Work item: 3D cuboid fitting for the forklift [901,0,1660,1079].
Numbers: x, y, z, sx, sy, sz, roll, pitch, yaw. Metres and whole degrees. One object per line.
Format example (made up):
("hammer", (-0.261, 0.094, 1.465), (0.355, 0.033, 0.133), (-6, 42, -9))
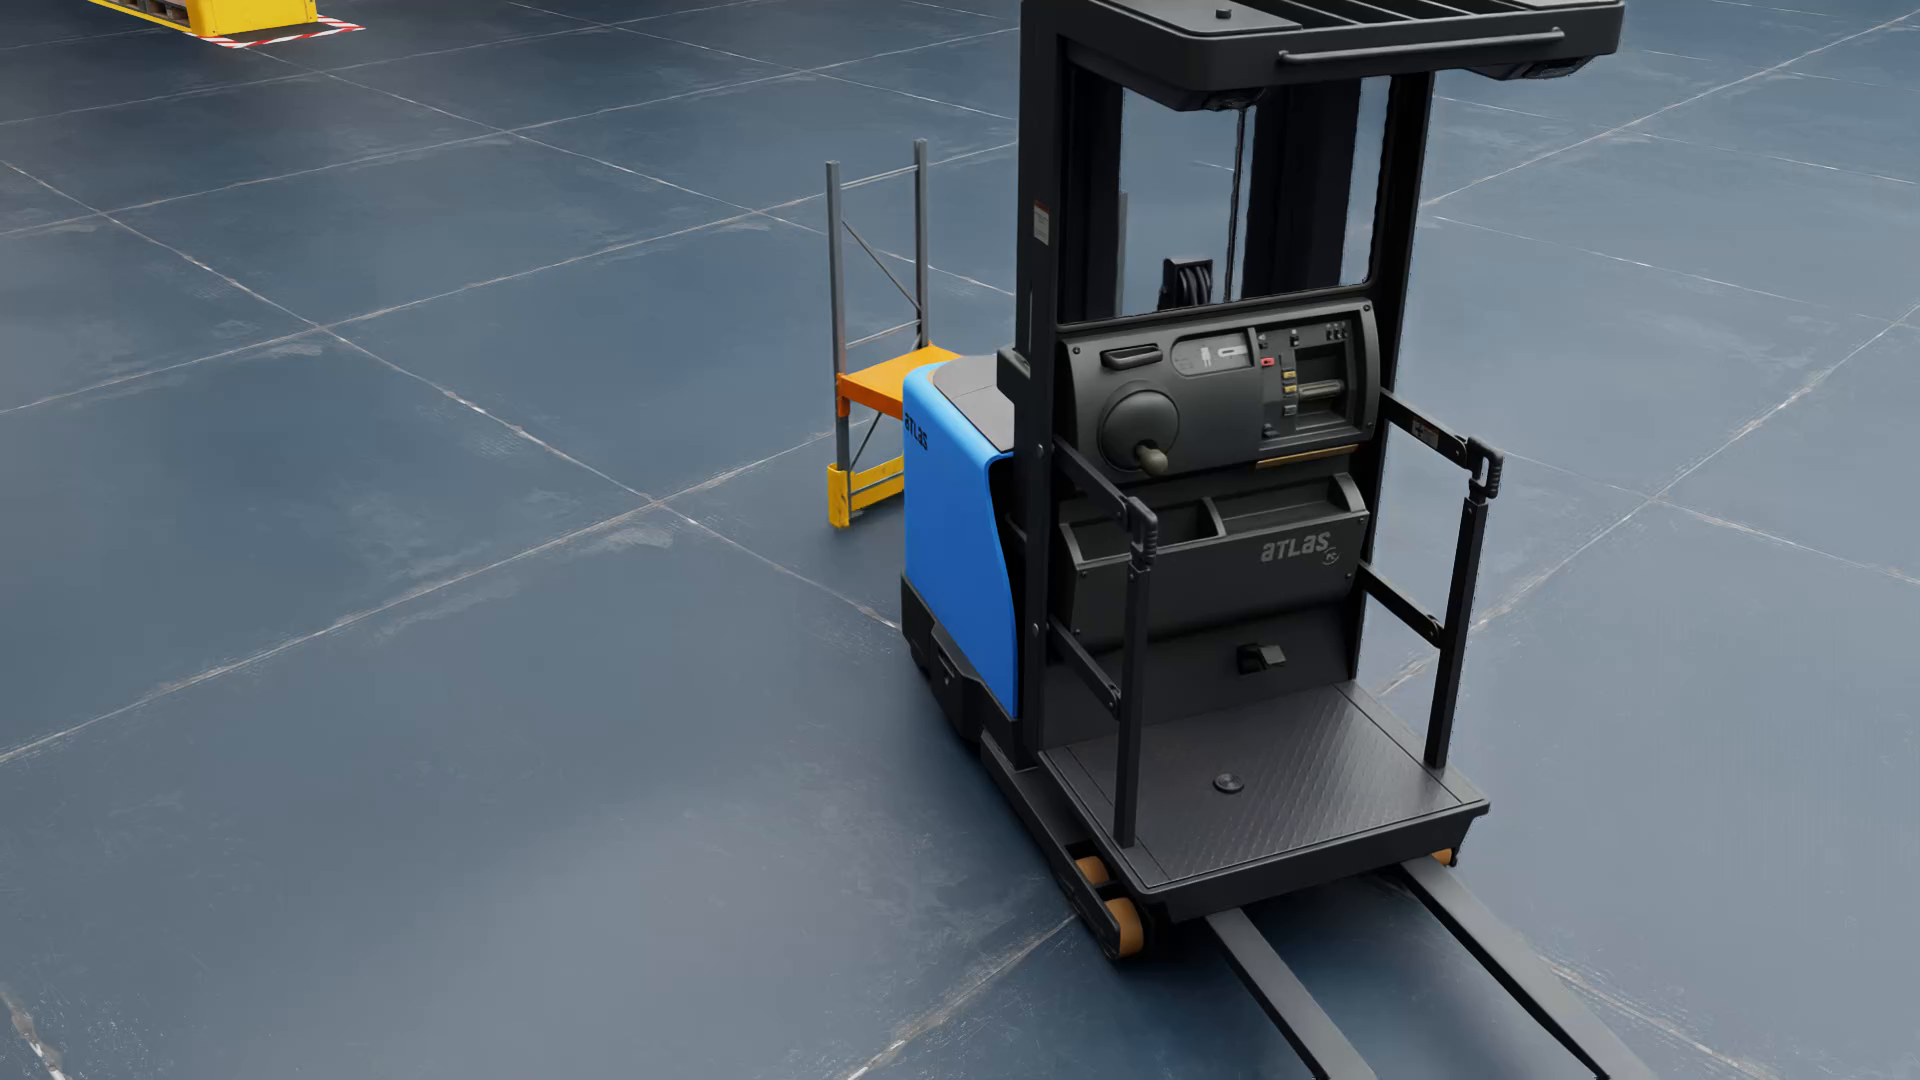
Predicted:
("forklift", (0.800, -0.370, 4.304), (1.130, 2.935, 3.031), (-10, 29, -19))

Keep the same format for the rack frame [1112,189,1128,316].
("rack frame", (0.407, -0.491, 6.072), (0.032, 1.500, 0.500), (25, 37, 39))

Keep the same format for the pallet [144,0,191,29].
("pallet", (-7.496, -5.407, 16.806), (1.213, 0.211, 1.003), (25, 36, 38))

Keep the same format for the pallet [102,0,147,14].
("pallet", (-8.362, -5.805, 17.563), (1.213, 0.211, 1.003), (25, 36, 38))

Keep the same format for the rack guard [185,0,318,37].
("rack guard", (-6.921, -5.268, 16.231), (0.348, 0.500, 1.175), (25, 36, 38))

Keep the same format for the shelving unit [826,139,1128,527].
("shelving unit", (0.040, -0.661, 6.395), (1.083, 1.500, 0.587), (25, 37, 39))

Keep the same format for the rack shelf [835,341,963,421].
("rack shelf", (0.046, -0.498, 6.473), (1.000, 0.185, 0.538), (25, 37, 39))

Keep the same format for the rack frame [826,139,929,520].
("rack frame", (-0.315, -0.824, 6.706), (0.032, 1.500, 0.500), (25, 37, 39))

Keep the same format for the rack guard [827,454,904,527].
("rack guard", (-0.314, -0.271, 6.996), (0.087, 0.250, 0.587), (25, 37, 39))
